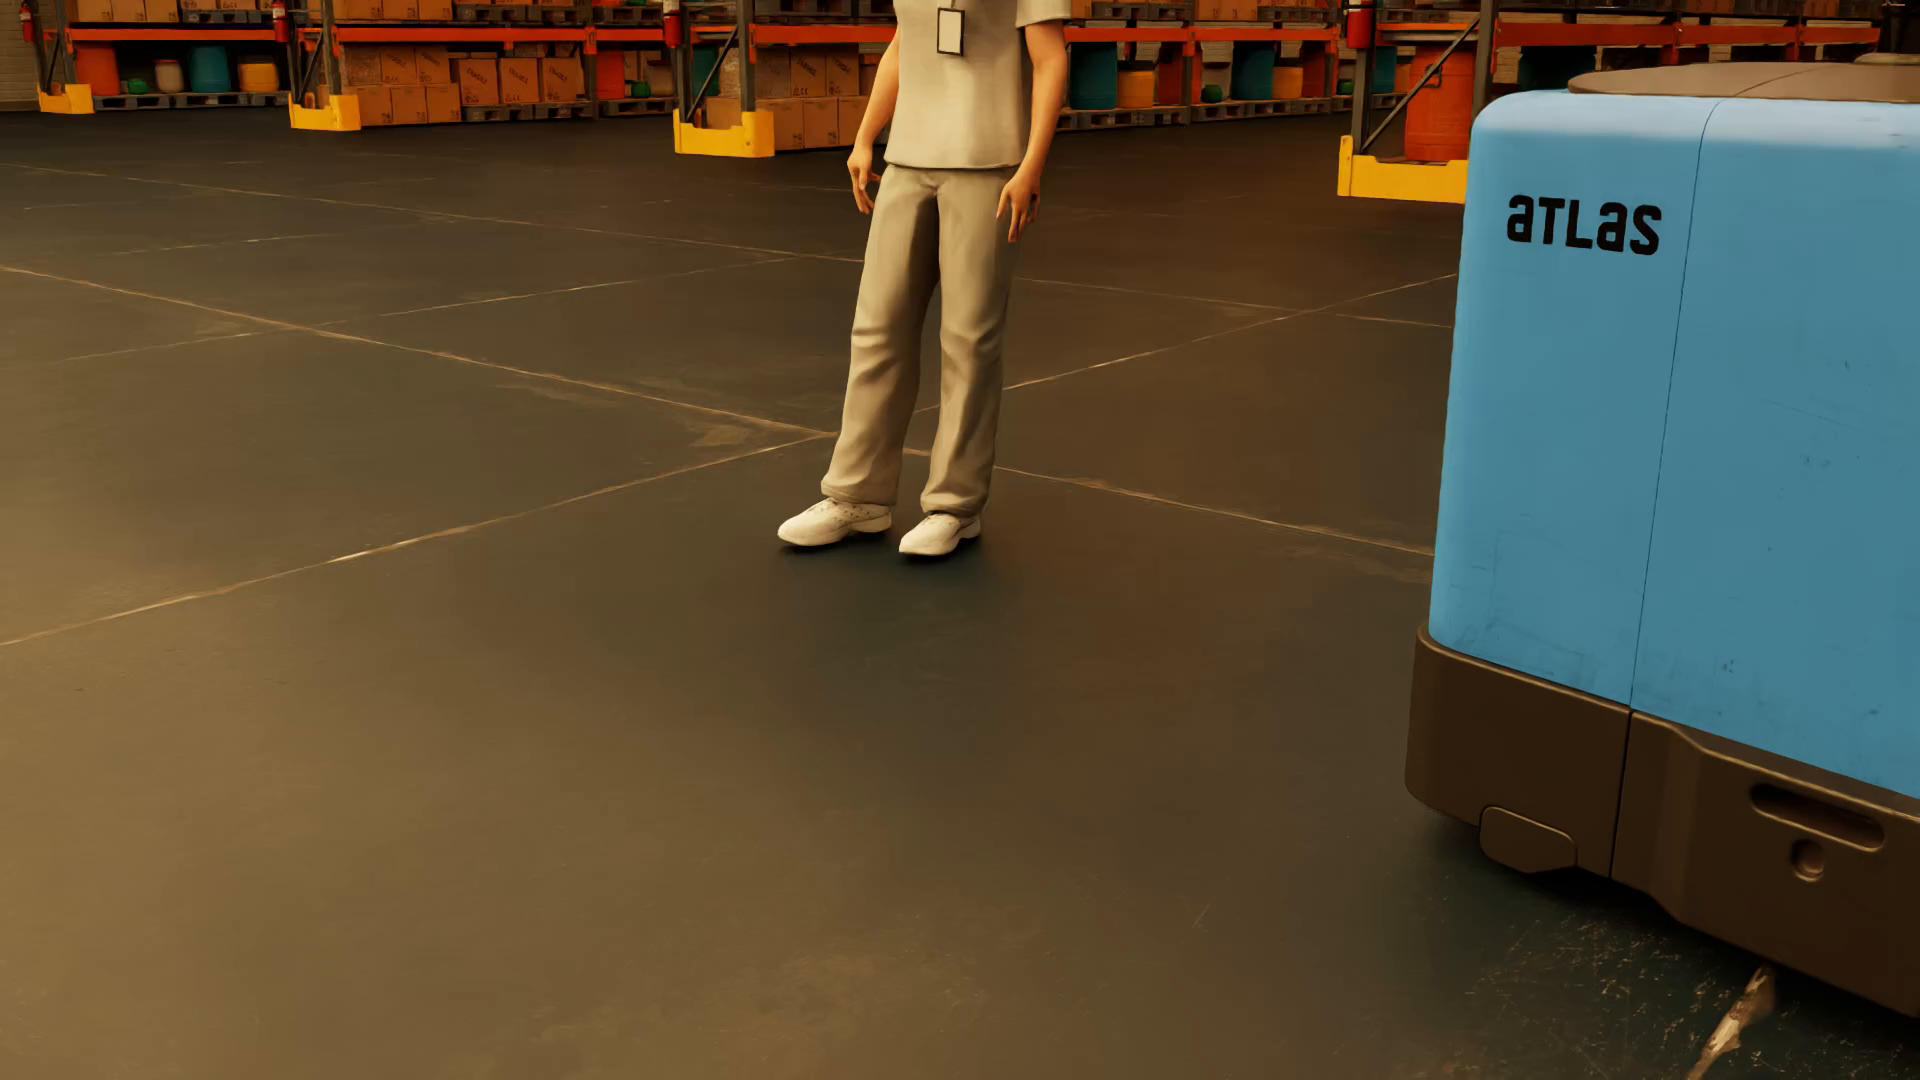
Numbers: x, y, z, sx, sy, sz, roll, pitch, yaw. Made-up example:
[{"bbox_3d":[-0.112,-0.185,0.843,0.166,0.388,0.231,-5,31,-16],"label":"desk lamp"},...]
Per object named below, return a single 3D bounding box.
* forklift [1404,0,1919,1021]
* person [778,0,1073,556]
[{"bbox_3d":[1.991,-0.726,1.287,1.130,2.935,3.031,-14,22,-38],"label":"forklift"},{"bbox_3d":[-0.057,-0.795,3.650,0.550,1.675,0.549,13,21,37],"label":"person"}]
